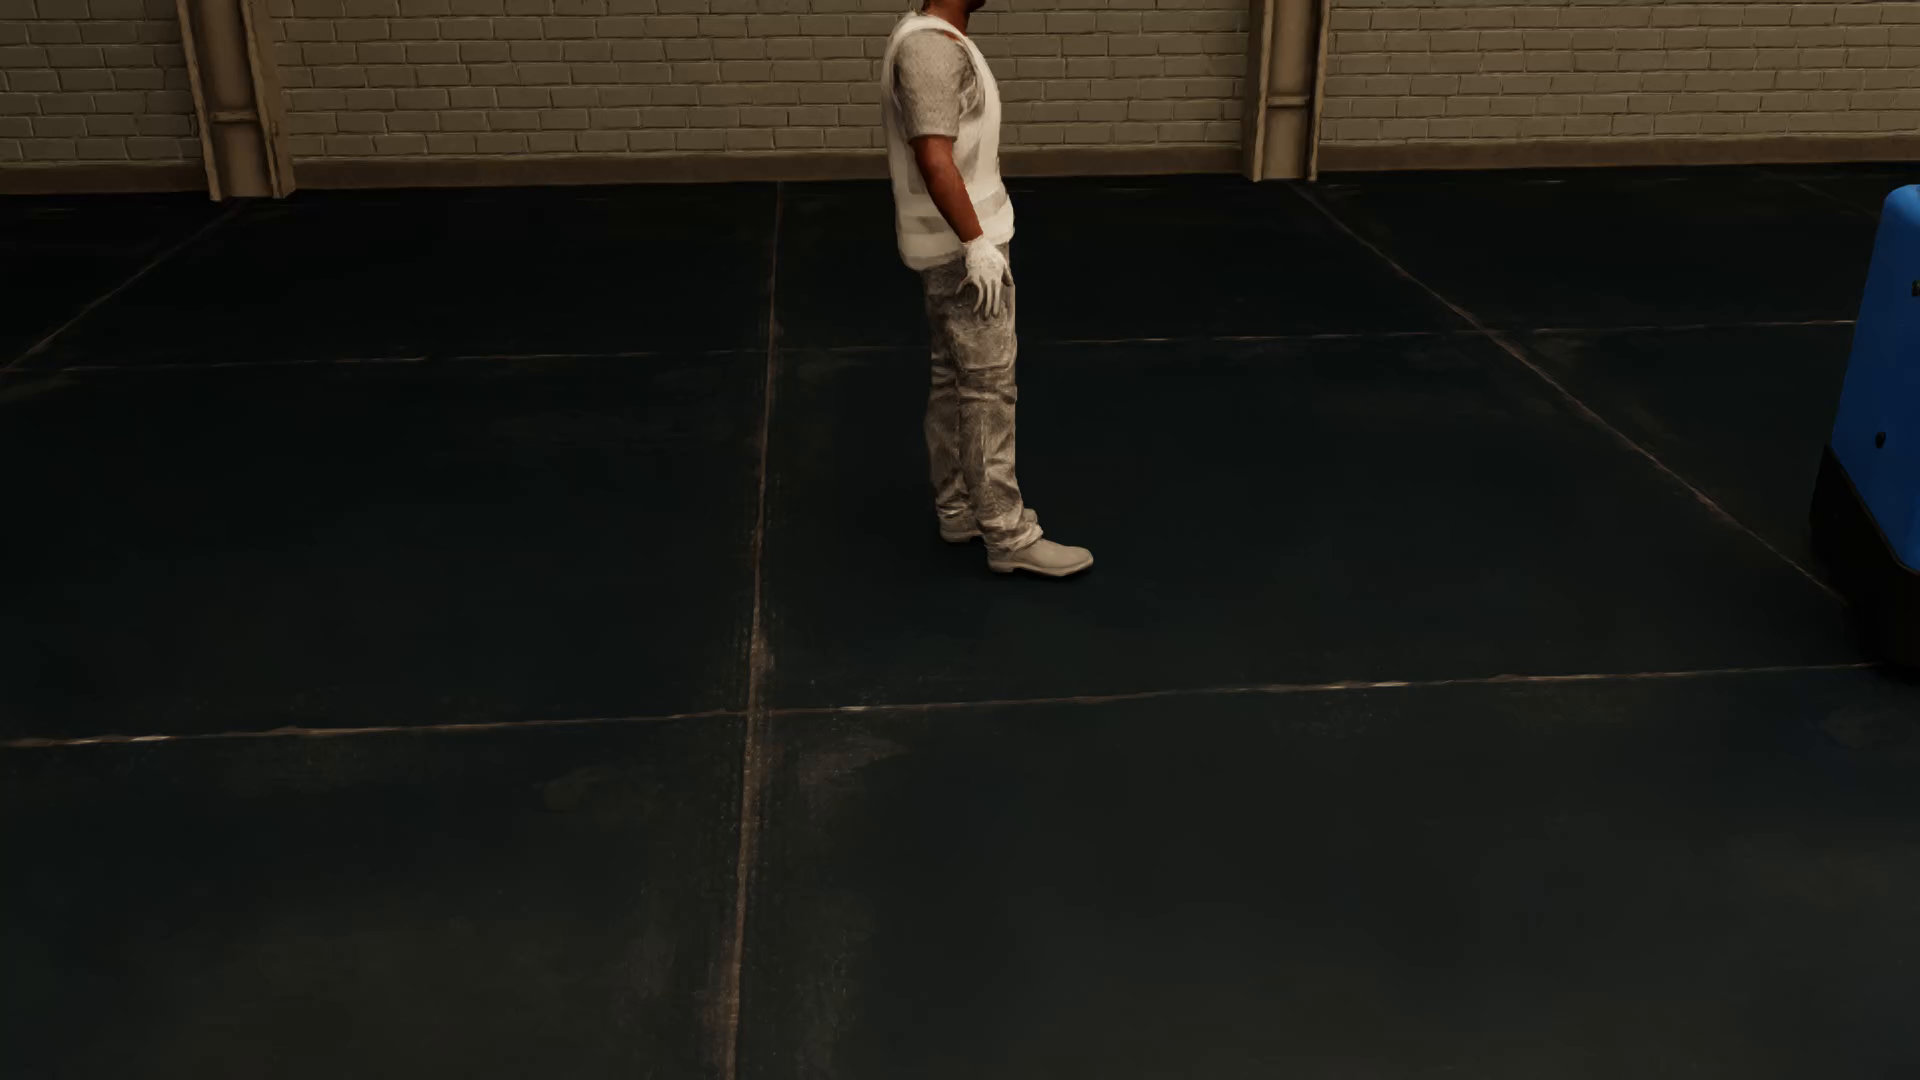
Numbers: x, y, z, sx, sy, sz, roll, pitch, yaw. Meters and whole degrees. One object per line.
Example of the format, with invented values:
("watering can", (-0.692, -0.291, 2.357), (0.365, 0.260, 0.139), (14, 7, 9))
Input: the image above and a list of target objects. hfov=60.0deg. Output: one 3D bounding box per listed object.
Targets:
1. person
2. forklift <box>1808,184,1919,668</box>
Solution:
("person", (0.073, -0.823, 4.640), (0.576, 1.782, 0.655), (-2, 24, -5))
("forklift", (3.882, -1.015, 3.662), (3.031, 2.935, 1.130), (6, 24, 14))
